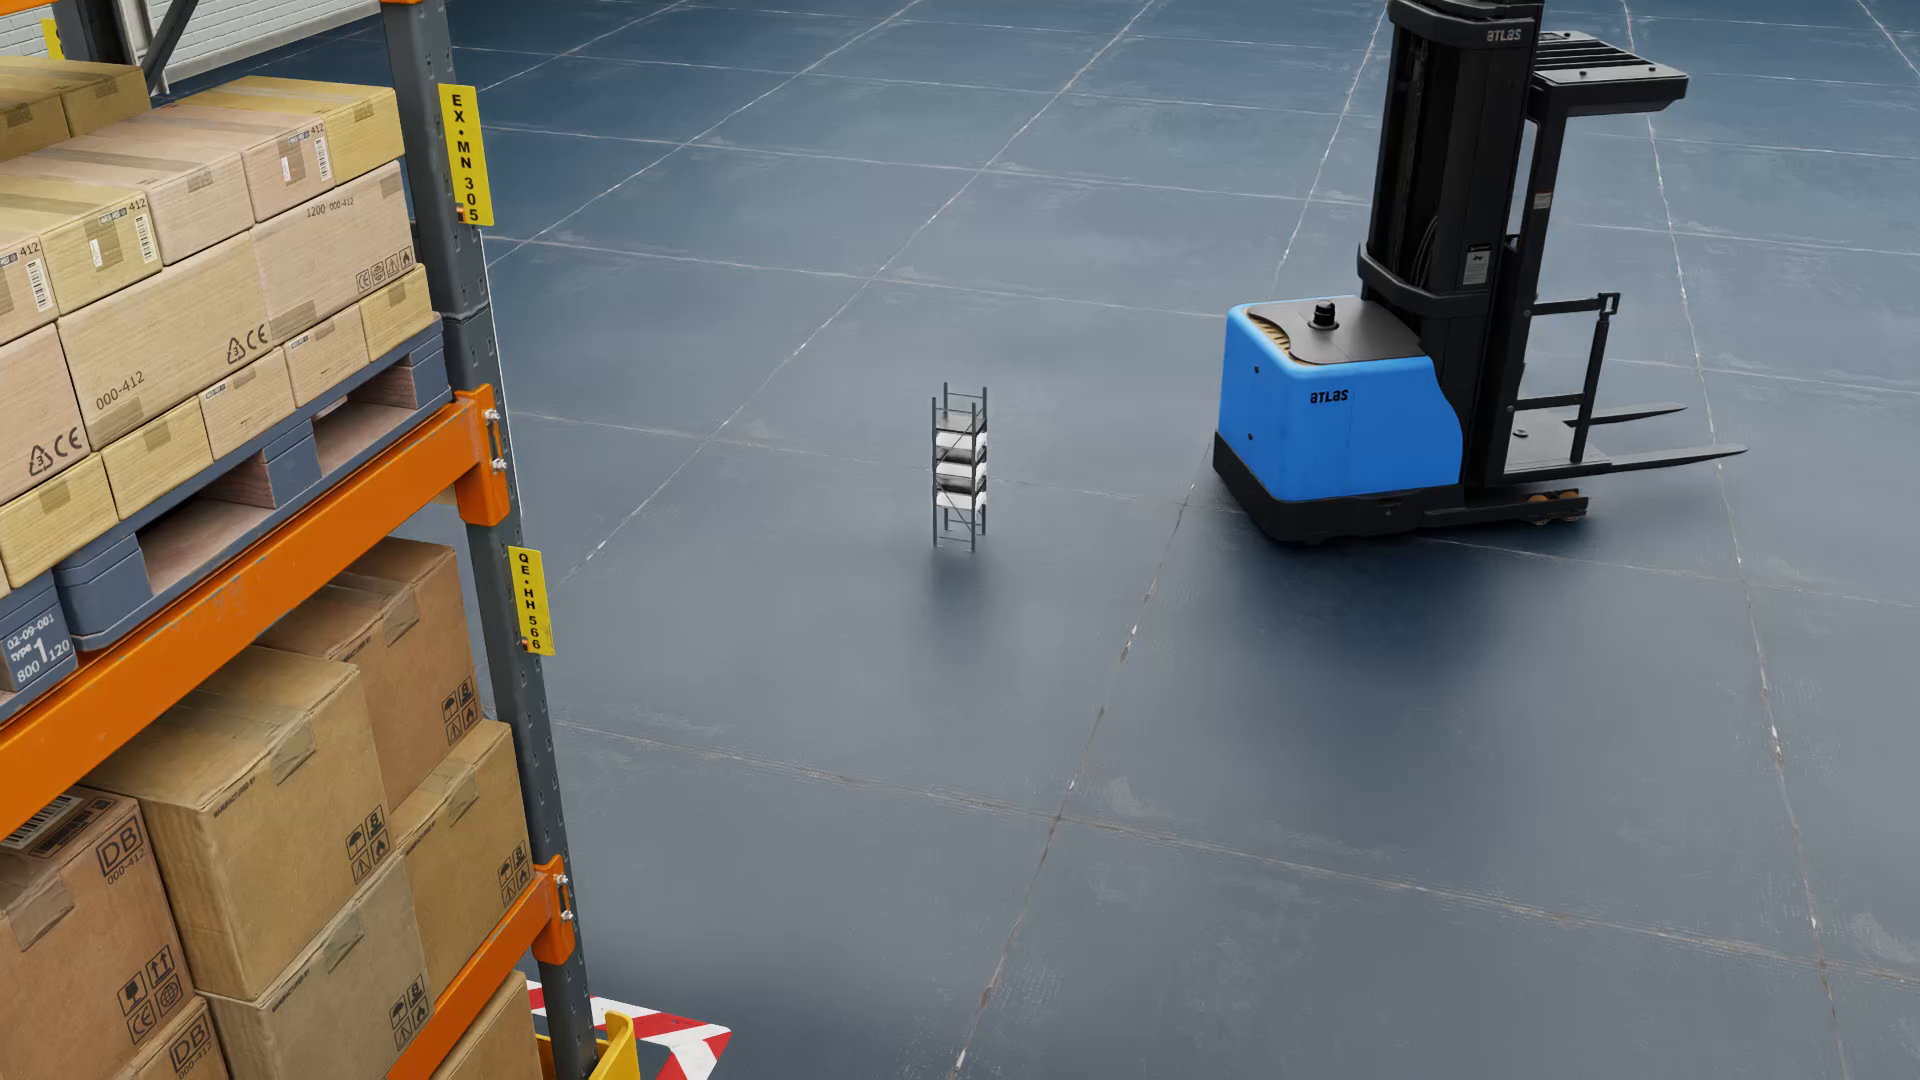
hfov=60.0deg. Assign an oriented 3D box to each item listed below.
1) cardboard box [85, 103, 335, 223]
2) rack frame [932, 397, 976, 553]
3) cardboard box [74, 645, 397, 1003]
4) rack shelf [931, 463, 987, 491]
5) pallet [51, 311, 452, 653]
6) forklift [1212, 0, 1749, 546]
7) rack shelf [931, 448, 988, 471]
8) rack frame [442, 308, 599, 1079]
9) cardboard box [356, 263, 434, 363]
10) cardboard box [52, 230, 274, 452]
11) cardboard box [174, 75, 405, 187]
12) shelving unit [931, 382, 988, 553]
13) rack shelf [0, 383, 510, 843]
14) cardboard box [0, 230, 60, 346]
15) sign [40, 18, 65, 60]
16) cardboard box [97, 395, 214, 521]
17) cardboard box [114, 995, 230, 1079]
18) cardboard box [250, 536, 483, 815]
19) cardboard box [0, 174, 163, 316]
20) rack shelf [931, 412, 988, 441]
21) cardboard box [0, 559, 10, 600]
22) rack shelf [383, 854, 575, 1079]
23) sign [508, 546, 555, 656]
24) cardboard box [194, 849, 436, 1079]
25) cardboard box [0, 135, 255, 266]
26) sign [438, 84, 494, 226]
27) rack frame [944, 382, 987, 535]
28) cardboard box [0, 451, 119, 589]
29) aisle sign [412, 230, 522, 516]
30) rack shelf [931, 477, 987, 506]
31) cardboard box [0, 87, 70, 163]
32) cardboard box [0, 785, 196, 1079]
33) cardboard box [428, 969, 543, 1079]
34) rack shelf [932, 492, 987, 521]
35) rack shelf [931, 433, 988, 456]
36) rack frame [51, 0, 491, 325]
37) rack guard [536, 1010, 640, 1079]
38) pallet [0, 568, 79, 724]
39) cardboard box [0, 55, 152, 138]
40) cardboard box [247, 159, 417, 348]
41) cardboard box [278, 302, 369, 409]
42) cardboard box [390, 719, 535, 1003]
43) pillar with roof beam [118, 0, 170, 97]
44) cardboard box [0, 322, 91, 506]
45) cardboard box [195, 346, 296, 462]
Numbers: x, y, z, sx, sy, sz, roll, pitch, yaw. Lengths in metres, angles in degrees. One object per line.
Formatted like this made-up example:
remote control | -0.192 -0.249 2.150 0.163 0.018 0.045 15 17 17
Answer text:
cardboard box | -1.508 -0.765 3.358 0.380 0.149 0.250 9 30 15
rack frame | -0.032 -0.342 8.940 0.240 0.900 0.006 8 30 15
cardboard box | -1.878 0.589 3.841 0.875 0.550 0.550 8 30 15
rack shelf | -0.002 -0.360 9.041 0.258 0.077 0.200 8 30 15
pallet | -1.867 -0.235 3.593 1.003 0.211 1.213 8 30 15
forklift | 3.074 -1.610 9.129 3.031 2.935 1.130 -6 30 -11
rack shelf | -0.002 -0.439 8.997 0.258 0.077 0.200 8 30 15
rack frame | -1.659 0.691 4.923 1.000 3.000 0.127 8 30 15
cardboard box | -1.433 -0.535 3.764 0.380 0.149 0.250 8 30 15
cardboard box | -1.683 -0.412 3.133 0.500 0.250 0.500 9 30 15
cardboard box | -1.434 -0.881 3.566 0.380 0.149 0.250 9 30 15
shelving unit | -0.002 -0.389 9.024 0.258 0.900 0.210 8 30 15
rack shelf | -2.246 0.624 2.698 1.077 0.370 4.000 8 30 15
cardboard box | -1.733 -0.410 2.719 0.380 0.149 0.250 9 30 15
sign | -2.188 -1.119 4.110 0.100 0.325 0.005 8 30 15
cardboard box | -1.657 -0.181 3.128 0.380 0.149 0.250 9 30 15
cardboard box | -2.150 1.305 3.664 0.875 0.550 0.550 8 30 15
cardboard box | -1.805 0.320 4.324 0.875 0.550 0.550 8 30 15
cardboard box | -1.658 -0.526 2.927 0.380 0.149 0.250 9 30 16
rack shelf | -0.002 -0.596 8.909 0.258 0.077 0.200 8 30 15
cardboard box | -1.806 0.056 2.703 0.380 0.149 0.250 9 30 15
rack shelf | -2.246 1.934 3.427 1.077 0.370 4.000 8 30 15
sign | -1.145 0.165 4.433 0.100 0.325 0.005 8 30 15
cardboard box | -1.865 1.063 4.100 0.875 0.550 0.550 8 30 15
cardboard box | -1.584 -0.646 3.144 0.380 0.149 0.250 9 30 16
sign | -1.145 -0.889 3.847 0.100 0.325 0.005 8 30 15
rack frame | 0.027 -0.437 9.109 0.240 0.900 0.006 8 30 15
cardboard box | -1.732 -0.062 2.913 0.380 0.149 0.250 8 30 14
aisle sign | -1.352 -0.436 4.273 0.394 0.787 0.004 8 30 15
rack shelf | -0.002 -0.282 9.084 0.258 0.077 0.200 8 30 15
cardboard box | -2.136 -0.860 3.528 0.380 0.149 0.250 9 30 15
cardboard box | -2.173 0.830 3.408 0.875 0.550 0.550 8 30 15
cardboard box | -1.795 1.760 4.754 0.875 0.875 0.875 9 30 15
rack shelf | -0.002 -0.203 9.128 0.258 0.077 0.200 8 30 15
rack shelf | -0.002 -0.518 8.953 0.258 0.077 0.200 8 30 15
rack frame | -1.659 -1.931 3.465 1.000 3.000 0.127 8 30 15
rack guard | -1.652 1.772 5.551 1.175 0.500 0.348 8 30 15
pallet | -2.223 0.334 2.571 1.003 0.211 1.213 8 30 15
cardboard box | -2.061 -0.976 3.738 0.380 0.149 0.250 9 30 15
cardboard box | -1.536 -0.645 3.551 0.500 0.250 0.500 9 30 16
cardboard box | -1.508 -0.418 3.554 0.380 0.149 0.250 9 30 15
cardboard box | -1.725 0.804 4.565 0.875 0.550 0.550 8 30 15
pillar with roof beam | -4.595 -8.064 14.490 9.100 9.000 0.400 8 30 15
cardboard box | -1.832 -0.179 2.714 0.500 0.250 0.500 8 30 15
cardboard box | -1.582 -0.298 3.339 0.380 0.149 0.250 9 30 16
